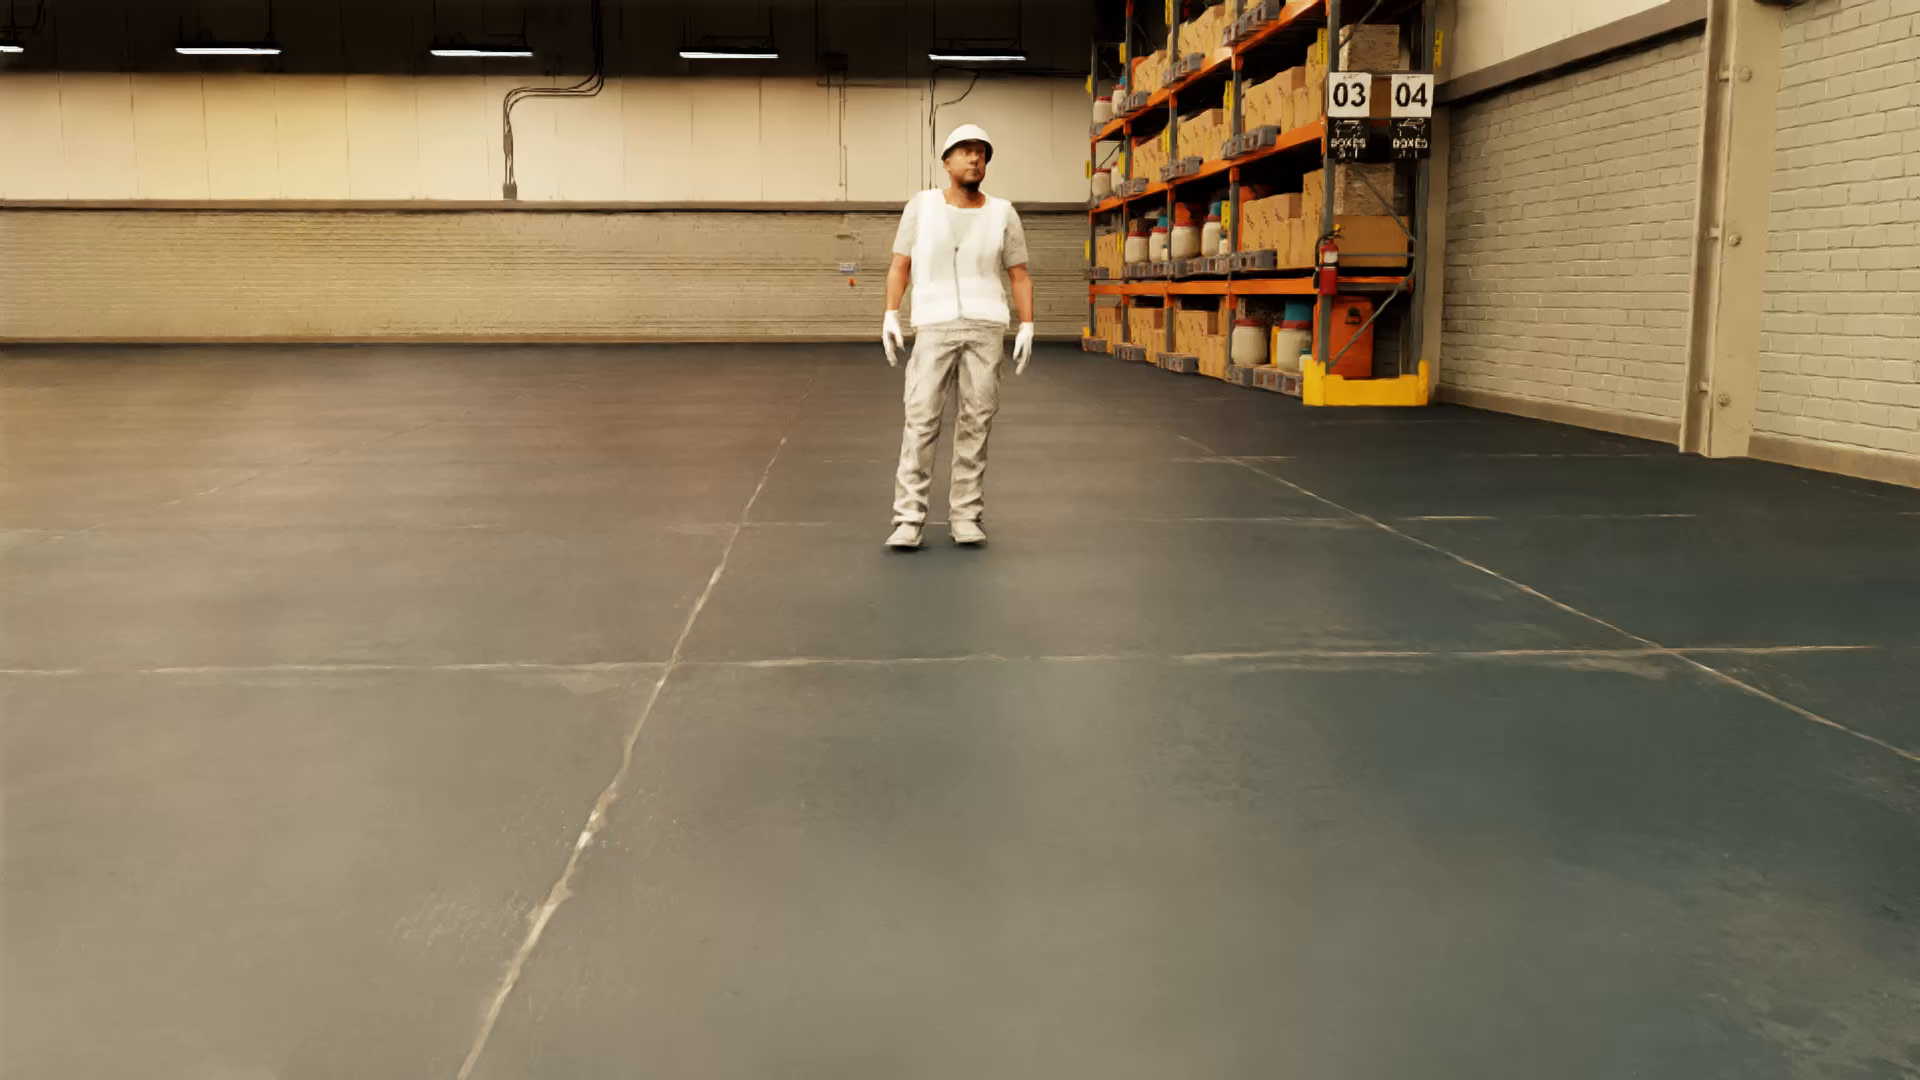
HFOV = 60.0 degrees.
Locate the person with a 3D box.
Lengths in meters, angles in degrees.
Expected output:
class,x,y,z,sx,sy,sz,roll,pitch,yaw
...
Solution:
class,x,y,z,sx,sy,sz,roll,pitch,yaw
person,-0.004,-0.878,7.106,0.655,1.782,0.576,-1,8,-4
